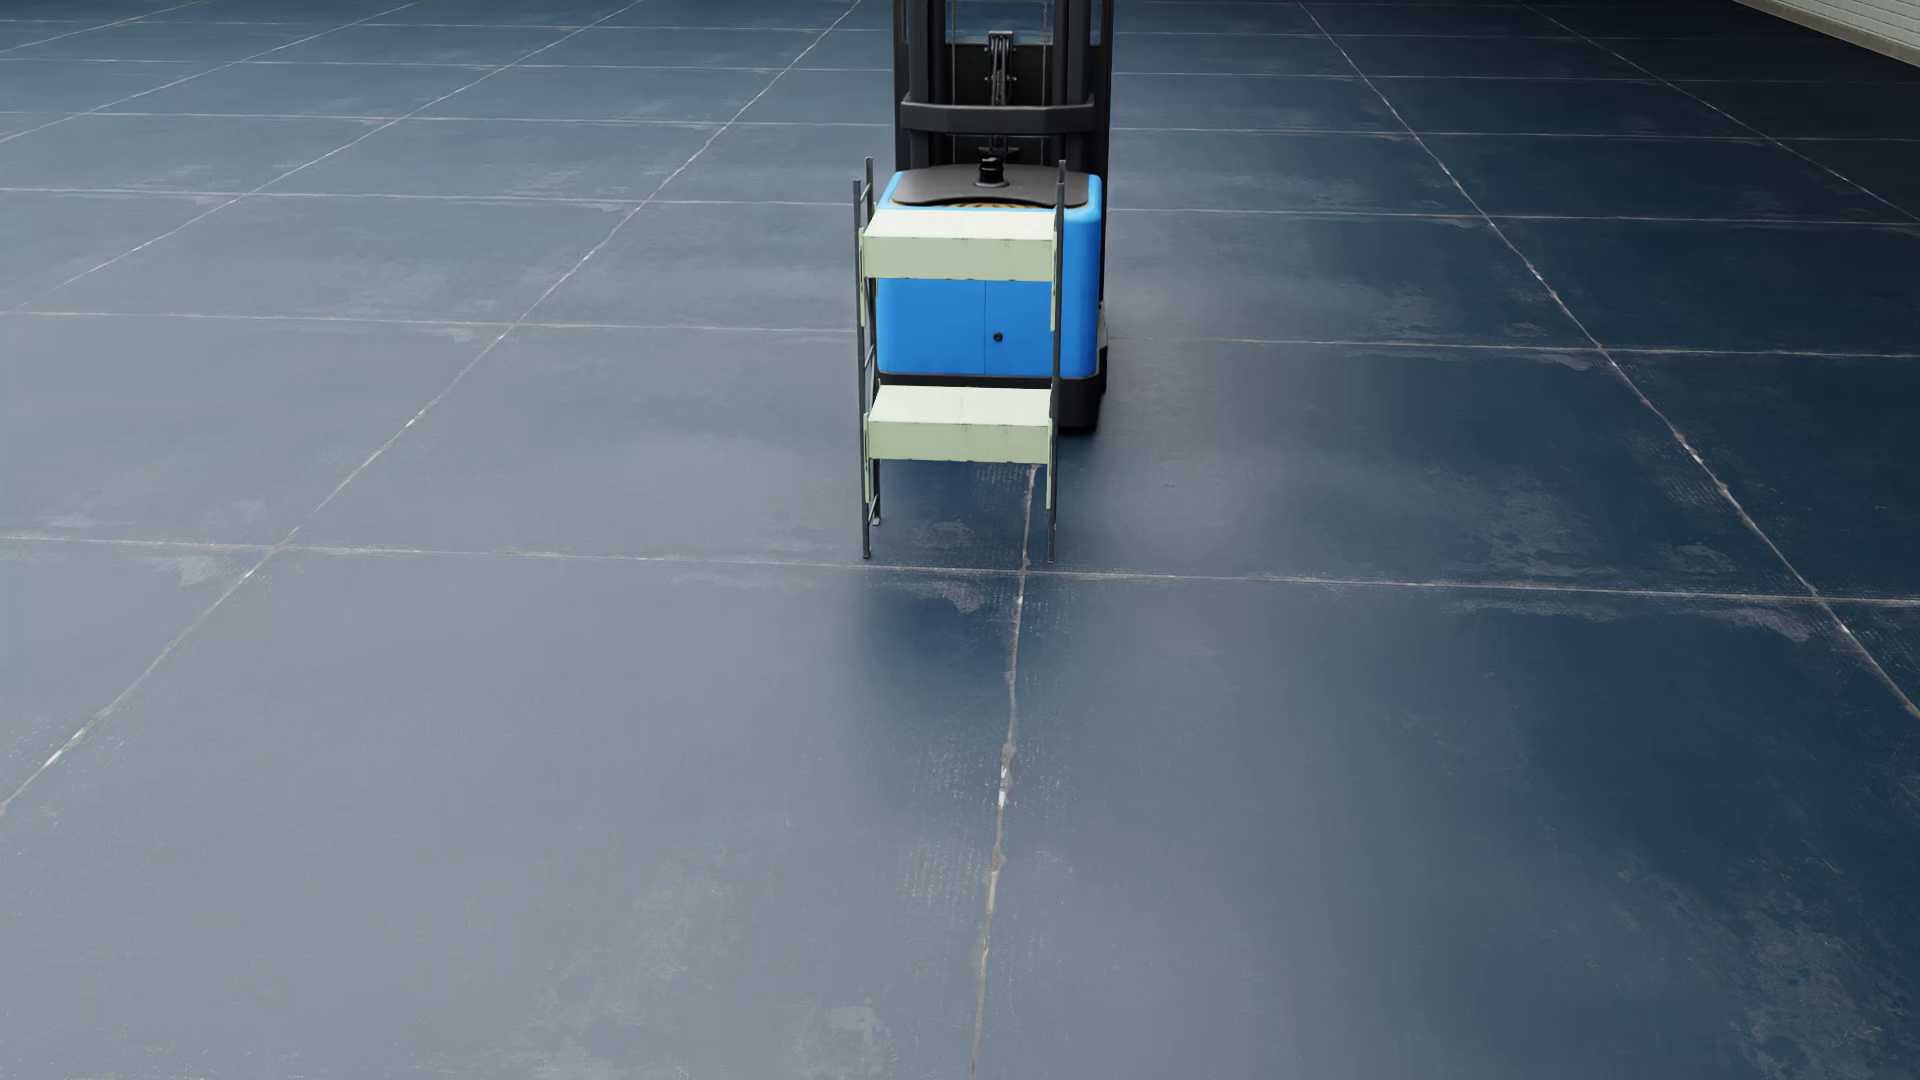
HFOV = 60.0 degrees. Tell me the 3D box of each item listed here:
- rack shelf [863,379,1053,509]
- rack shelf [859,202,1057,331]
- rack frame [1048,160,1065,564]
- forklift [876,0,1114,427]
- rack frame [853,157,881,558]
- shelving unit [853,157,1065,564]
[{"bbox_3d":[0.007,-0.385,6.572,0.720,0.370,0.431,2,25,4],"label":"rack shelf"},{"bbox_3d":[0.007,-1.036,6.273,0.720,0.370,0.431,2,25,4],"label":"rack shelf"},{"bbox_3d":[0.372,-0.669,6.411,0.023,1.500,0.400,2,25,4],"label":"rack frame"},{"bbox_3d":[0.233,-2.434,8.533,1.130,2.935,3.031,2,25,4],"label":"forklift"},{"bbox_3d":[-0.358,-0.693,6.461,0.023,1.500,0.400,2,25,4],"label":"rack frame"},{"bbox_3d":[0.007,-0.681,6.436,0.755,1.500,0.431,2,25,4],"label":"shelving unit"}]
